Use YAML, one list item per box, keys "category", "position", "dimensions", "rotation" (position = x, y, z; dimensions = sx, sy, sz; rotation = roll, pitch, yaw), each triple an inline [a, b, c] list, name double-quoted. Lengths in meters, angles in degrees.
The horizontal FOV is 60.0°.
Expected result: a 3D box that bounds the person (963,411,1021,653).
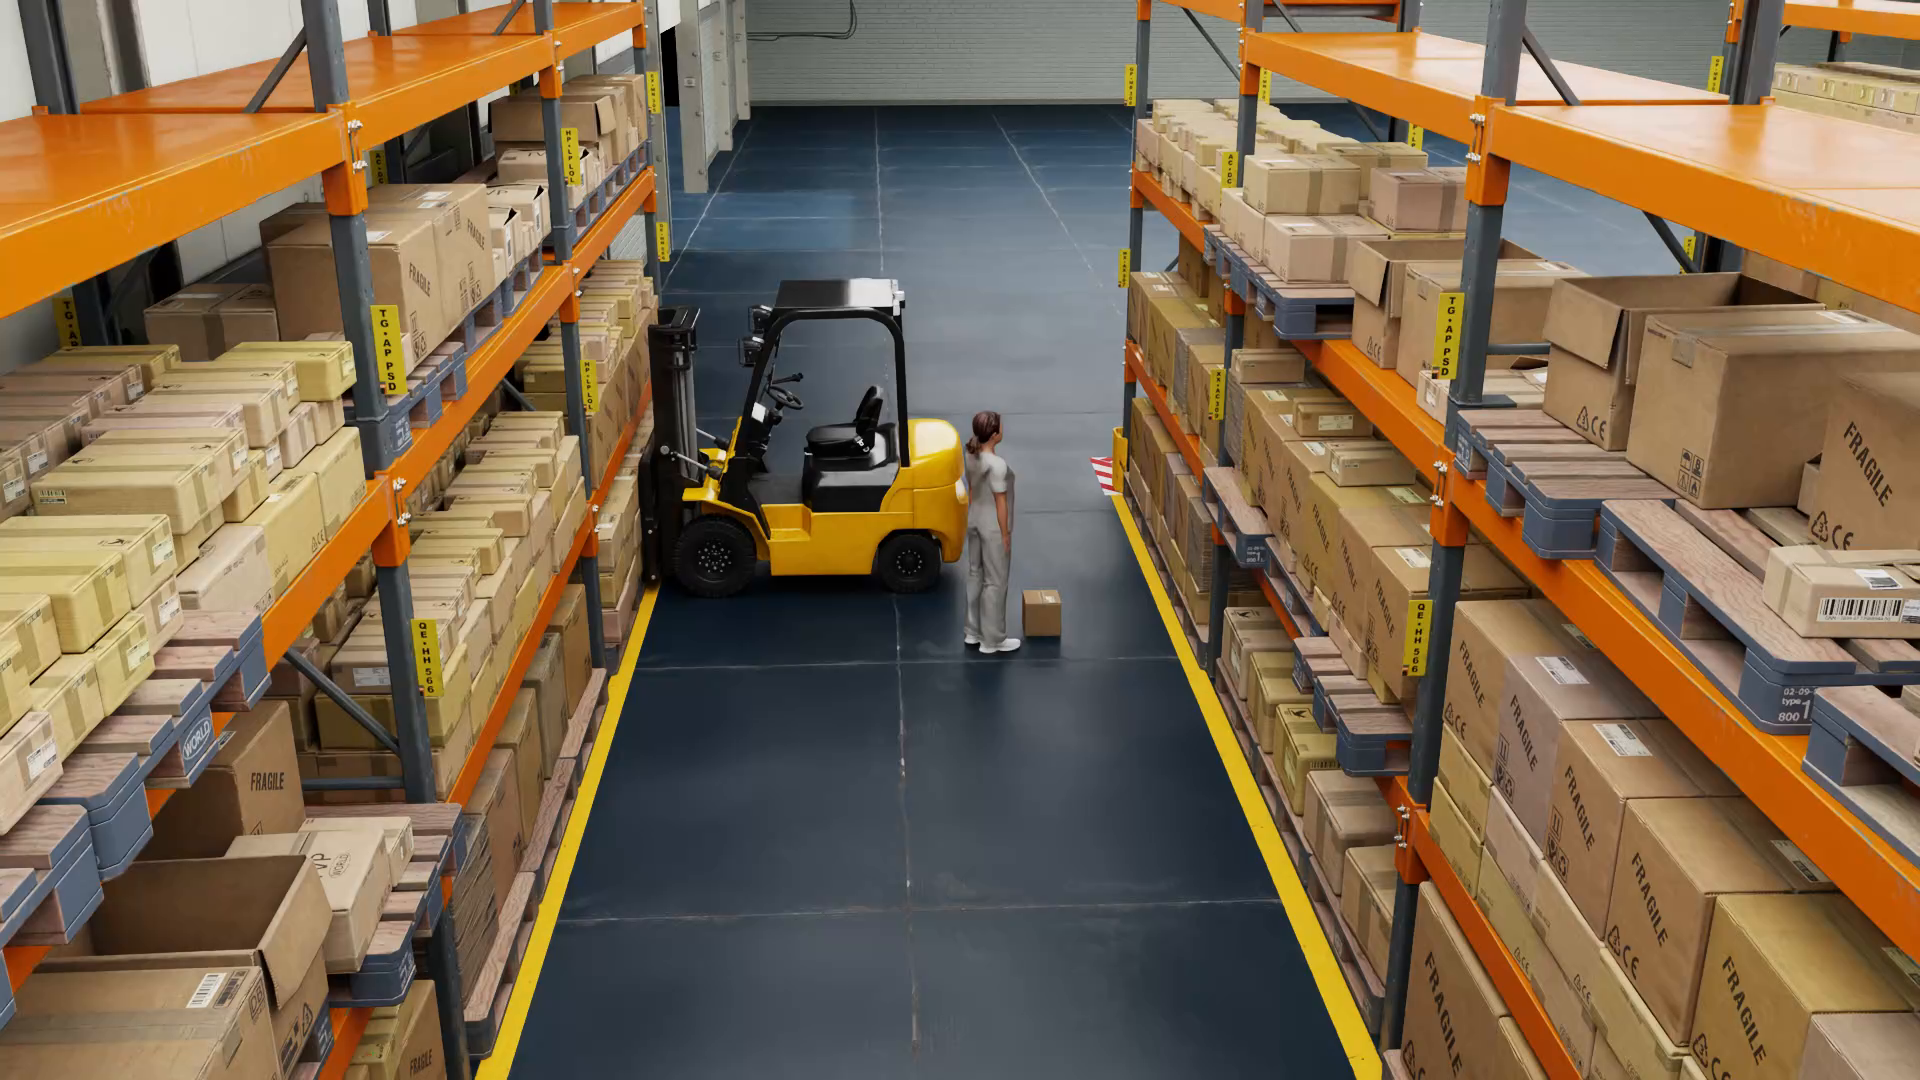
- category: "person"
  position: [0.193, -0.068, 11.263]
  dimensions: [0.355, 1.672, 0.437]
  rotation: [-12, 23, -29]
